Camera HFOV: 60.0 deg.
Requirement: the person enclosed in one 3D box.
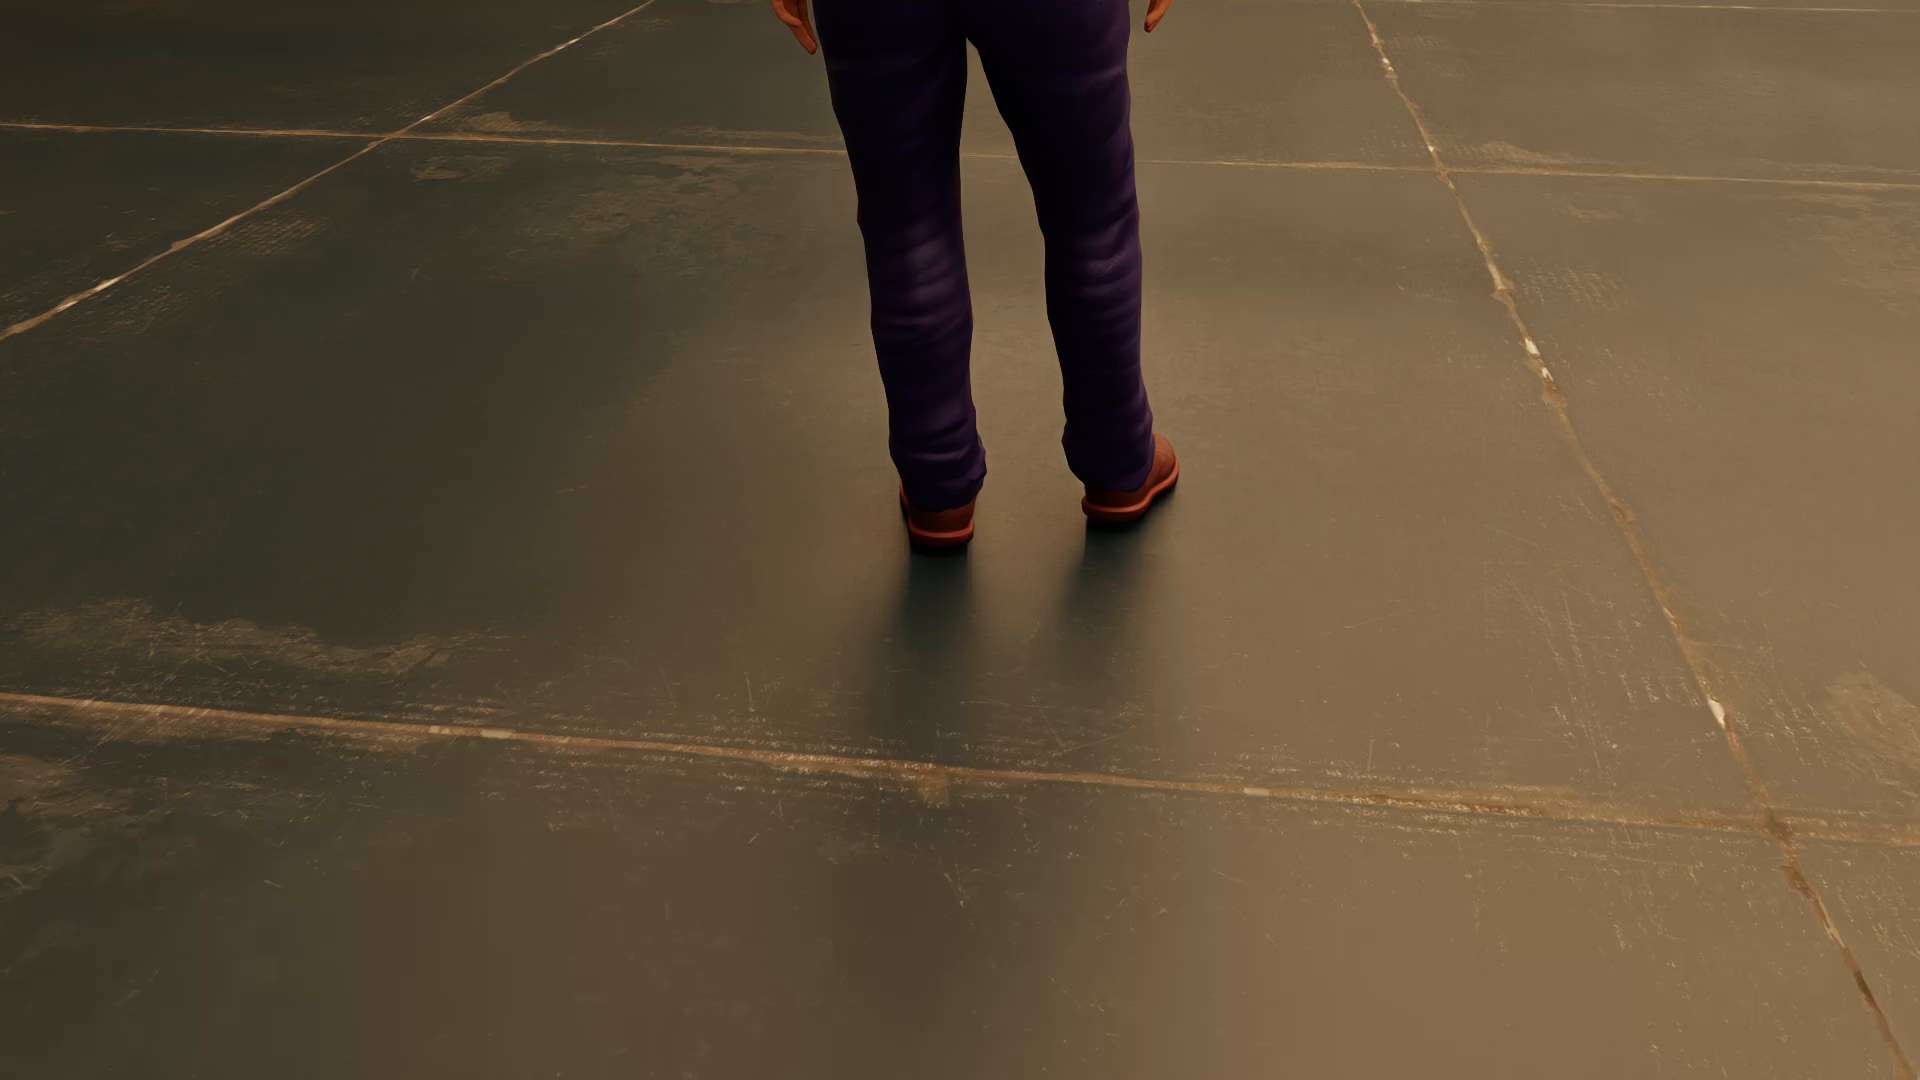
[{"bbox_3d":[0.034,-0.775,2.210,0.599,1.633,0.501,3,27,7],"label":"person"}]
